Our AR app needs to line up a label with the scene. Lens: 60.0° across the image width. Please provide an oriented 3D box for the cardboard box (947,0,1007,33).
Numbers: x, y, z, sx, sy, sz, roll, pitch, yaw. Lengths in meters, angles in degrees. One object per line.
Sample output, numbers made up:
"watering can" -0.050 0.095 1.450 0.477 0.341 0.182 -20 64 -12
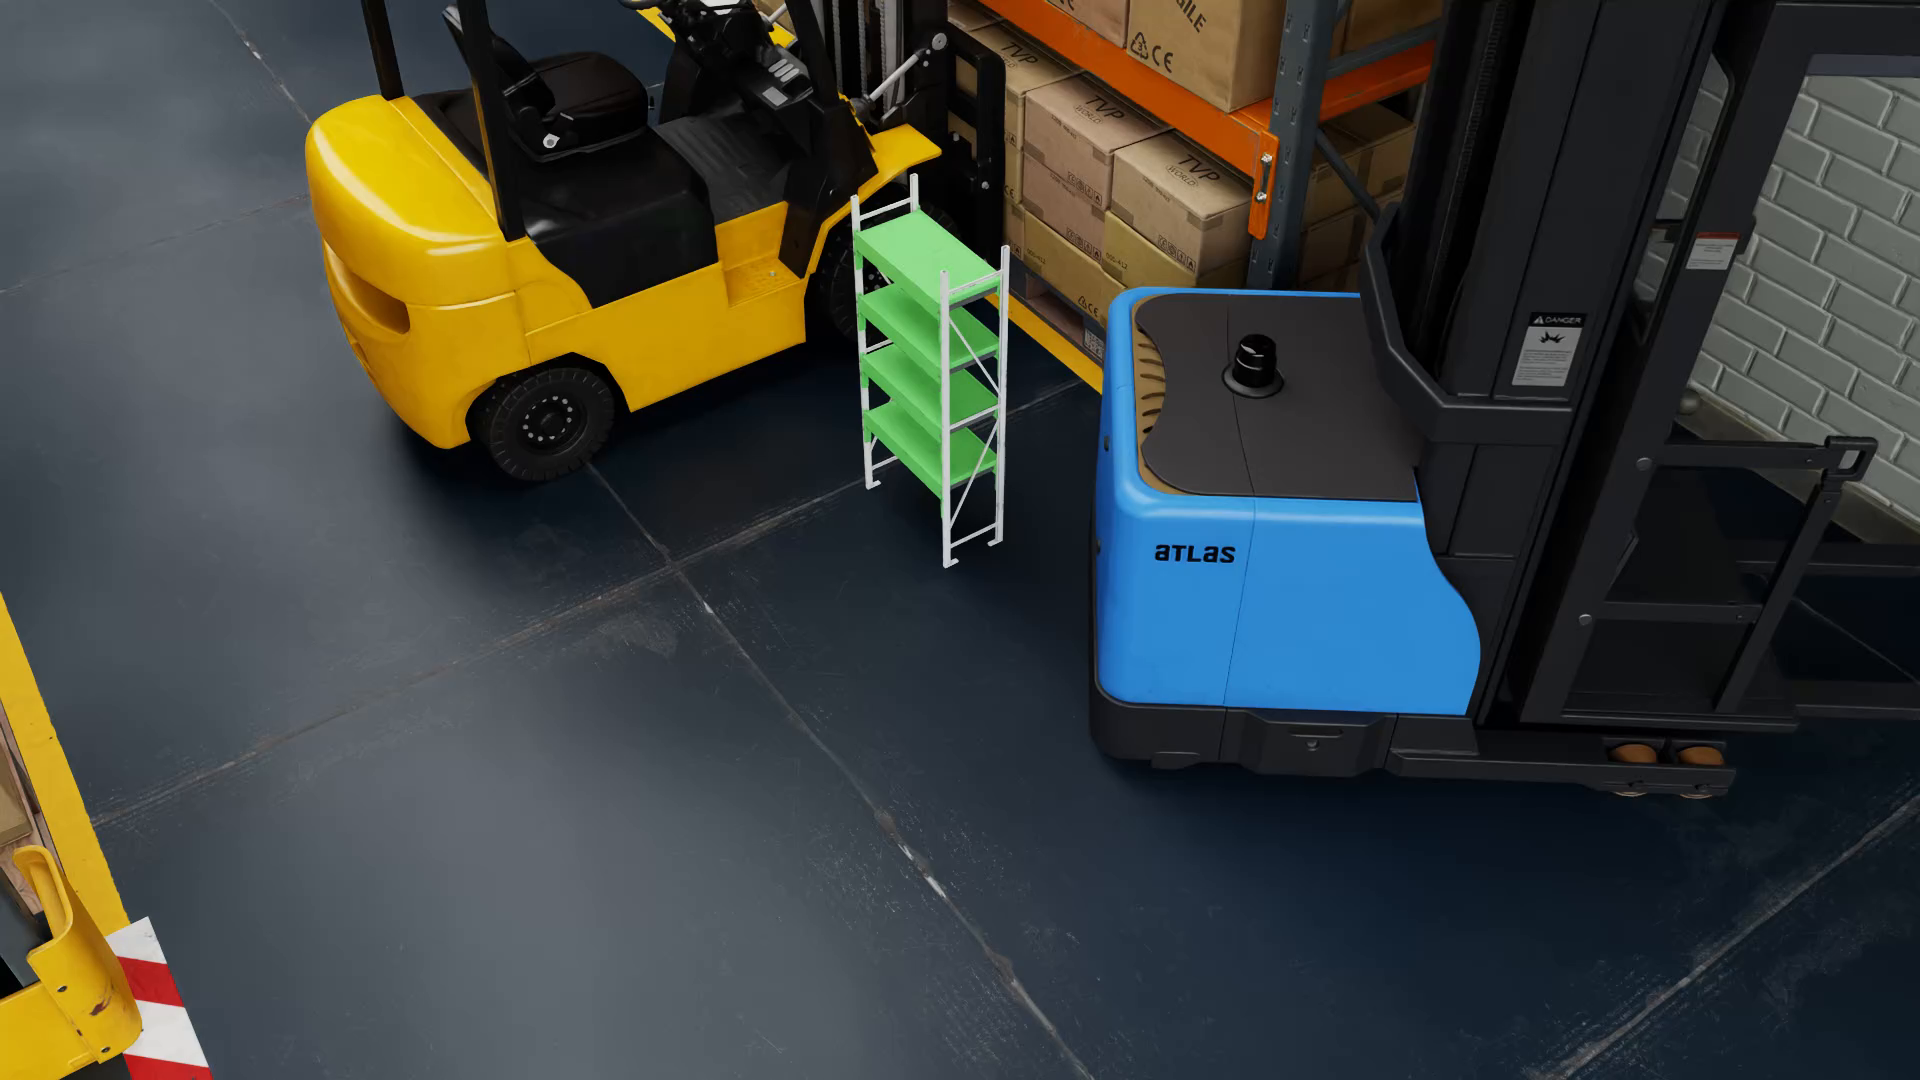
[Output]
"cardboard box" 0.002 -2.075 6.714 0.500 0.250 0.500 -27 50 -25

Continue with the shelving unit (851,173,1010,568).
"shelving unit" -0.095 -0.528 5.434 0.258 1.200 0.503 -26 49 -24

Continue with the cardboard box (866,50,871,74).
"cardboard box" -0.298 -2.193 7.200 0.500 0.250 0.500 -26 50 -25

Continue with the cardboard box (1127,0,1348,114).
"cardboard box" 0.902 -1.770 5.360 0.500 0.500 0.500 -27 50 -25

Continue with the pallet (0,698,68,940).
"pallet" -3.149 0.895 4.659 1.003 0.211 1.213 -26 49 -24

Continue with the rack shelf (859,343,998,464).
"rack shelf" -0.095 -0.482 5.478 0.258 0.148 0.480 -26 49 -24

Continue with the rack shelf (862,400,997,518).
"rack shelf" -0.095 -0.308 5.644 0.258 0.148 0.480 -26 49 -24

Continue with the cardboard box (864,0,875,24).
"cardboard box" -0.292 -2.375 7.028 0.500 0.250 0.500 -24 49 -23

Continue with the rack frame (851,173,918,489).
"rack frame" -0.234 -0.666 5.579 0.240 1.200 0.015 -26 49 -24

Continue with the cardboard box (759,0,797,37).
"cardboard box" -0.576 -2.482 7.503 0.500 0.250 0.500 -26 49 -25

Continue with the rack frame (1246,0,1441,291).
"rack frame" 1.399 -1.559 5.211 1.000 3.000 0.127 -26 49 -24

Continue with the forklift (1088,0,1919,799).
"forklift" 1.927 -0.670 4.329 3.031 2.935 1.130 2 44 2

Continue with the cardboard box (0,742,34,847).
"cardboard box" -2.905 0.680 4.552 0.500 0.250 0.500 -26 49 -25

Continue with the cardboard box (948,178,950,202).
"cardboard box" 0.000 -1.715 7.062 0.500 0.250 0.500 -24 49 -23

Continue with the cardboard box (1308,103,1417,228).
"cardboard box" 1.279 -1.425 6.034 0.500 0.250 0.500 -26 50 -25

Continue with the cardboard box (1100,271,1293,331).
"cardboard box" 0.871 -0.858 6.163 0.500 0.250 0.500 -25 49 -24

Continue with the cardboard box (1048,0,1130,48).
"cardboard box" 0.613 -2.068 5.671 0.500 0.500 0.500 -24 49 -23

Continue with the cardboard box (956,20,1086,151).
"cardboard box" 0.286 -1.785 6.410 0.500 0.250 0.500 -25 49 -24

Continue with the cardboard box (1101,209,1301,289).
"cardboard box" 0.864 -1.050 6.002 0.500 0.250 0.500 -26 50 -25

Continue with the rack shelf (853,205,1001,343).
"rack shelf" -0.095 -0.829 5.147 0.258 0.148 0.480 -26 49 -24

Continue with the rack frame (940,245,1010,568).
"rack frame" 0.045 -0.390 5.289 0.240 1.200 0.015 -26 49 -24

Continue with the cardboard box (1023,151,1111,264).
"cardboard box" 0.586 -1.338 6.304 0.500 0.250 0.500 -26 50 -25

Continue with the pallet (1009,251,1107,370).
"pallet" 0.927 -0.967 6.610 1.003 0.211 1.213 -26 49 -24

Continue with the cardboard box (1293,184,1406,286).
"cardboard box" 1.300 -1.246 6.208 0.500 0.250 0.500 -25 49 -24

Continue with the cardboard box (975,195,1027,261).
"cardboard box" 0.316 -1.430 6.763 0.500 0.250 0.500 -25 49 -24

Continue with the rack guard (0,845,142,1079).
"rack guard" -2.713 1.265 4.063 1.175 0.500 0.348 -26 49 -24

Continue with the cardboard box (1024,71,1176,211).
"cardboard box" 0.583 -1.503 6.115 0.500 0.250 0.500 -25 49 -24

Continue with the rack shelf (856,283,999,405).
"rack shelf" -0.095 -0.655 5.312 0.258 0.148 0.480 -26 49 -24

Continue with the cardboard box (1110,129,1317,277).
"cardboard box" 0.880 -1.216 5.814 0.500 0.250 0.500 -24 49 -23

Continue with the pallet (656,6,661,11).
"pallet" -1.343 -3.218 8.968 1.003 0.211 1.213 -26 49 -24

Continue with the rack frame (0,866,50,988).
"rack frame" -2.670 0.404 3.155 1.000 3.000 0.127 -26 49 -24

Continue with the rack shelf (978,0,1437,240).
"rack shelf" 0.255 -2.432 6.646 1.077 0.370 4.000 -26 49 -24

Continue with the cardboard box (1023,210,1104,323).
"cardboard box" 0.594 -1.143 6.462 0.500 0.250 0.500 -26 49 -24

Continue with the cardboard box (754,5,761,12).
"cardboard box" -0.884 -2.577 7.965 0.500 0.250 0.500 -25 49 -24

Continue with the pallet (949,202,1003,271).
"pallet" 0.233 -1.658 7.333 1.003 0.211 1.213 -26 49 -24

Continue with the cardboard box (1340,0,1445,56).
"cardboard box" 1.343 -1.986 5.585 0.500 0.500 0.500 -24 49 -23

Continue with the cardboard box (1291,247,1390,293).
"cardboard box" 1.279 -1.072 6.388 0.500 0.250 0.500 -26 49 -24

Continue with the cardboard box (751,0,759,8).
"cardboard box" -0.866 -2.767 7.801 0.500 0.250 0.500 -26 49 -25

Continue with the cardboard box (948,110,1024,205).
"cardboard box" 0.274 -1.622 6.602 0.500 0.250 0.500 -27 50 -25

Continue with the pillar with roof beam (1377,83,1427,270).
"pillar with roof beam" -1.791 -2.779 2.144 9.100 9.000 0.400 -26 49 -24

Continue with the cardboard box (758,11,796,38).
"cardboard box" -0.581 -2.296 7.670 0.500 0.250 0.500 -27 50 -25

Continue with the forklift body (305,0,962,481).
"forklift body" -1.182 -1.606 5.874 2.313 2.155 1.214 -26 49 -24
